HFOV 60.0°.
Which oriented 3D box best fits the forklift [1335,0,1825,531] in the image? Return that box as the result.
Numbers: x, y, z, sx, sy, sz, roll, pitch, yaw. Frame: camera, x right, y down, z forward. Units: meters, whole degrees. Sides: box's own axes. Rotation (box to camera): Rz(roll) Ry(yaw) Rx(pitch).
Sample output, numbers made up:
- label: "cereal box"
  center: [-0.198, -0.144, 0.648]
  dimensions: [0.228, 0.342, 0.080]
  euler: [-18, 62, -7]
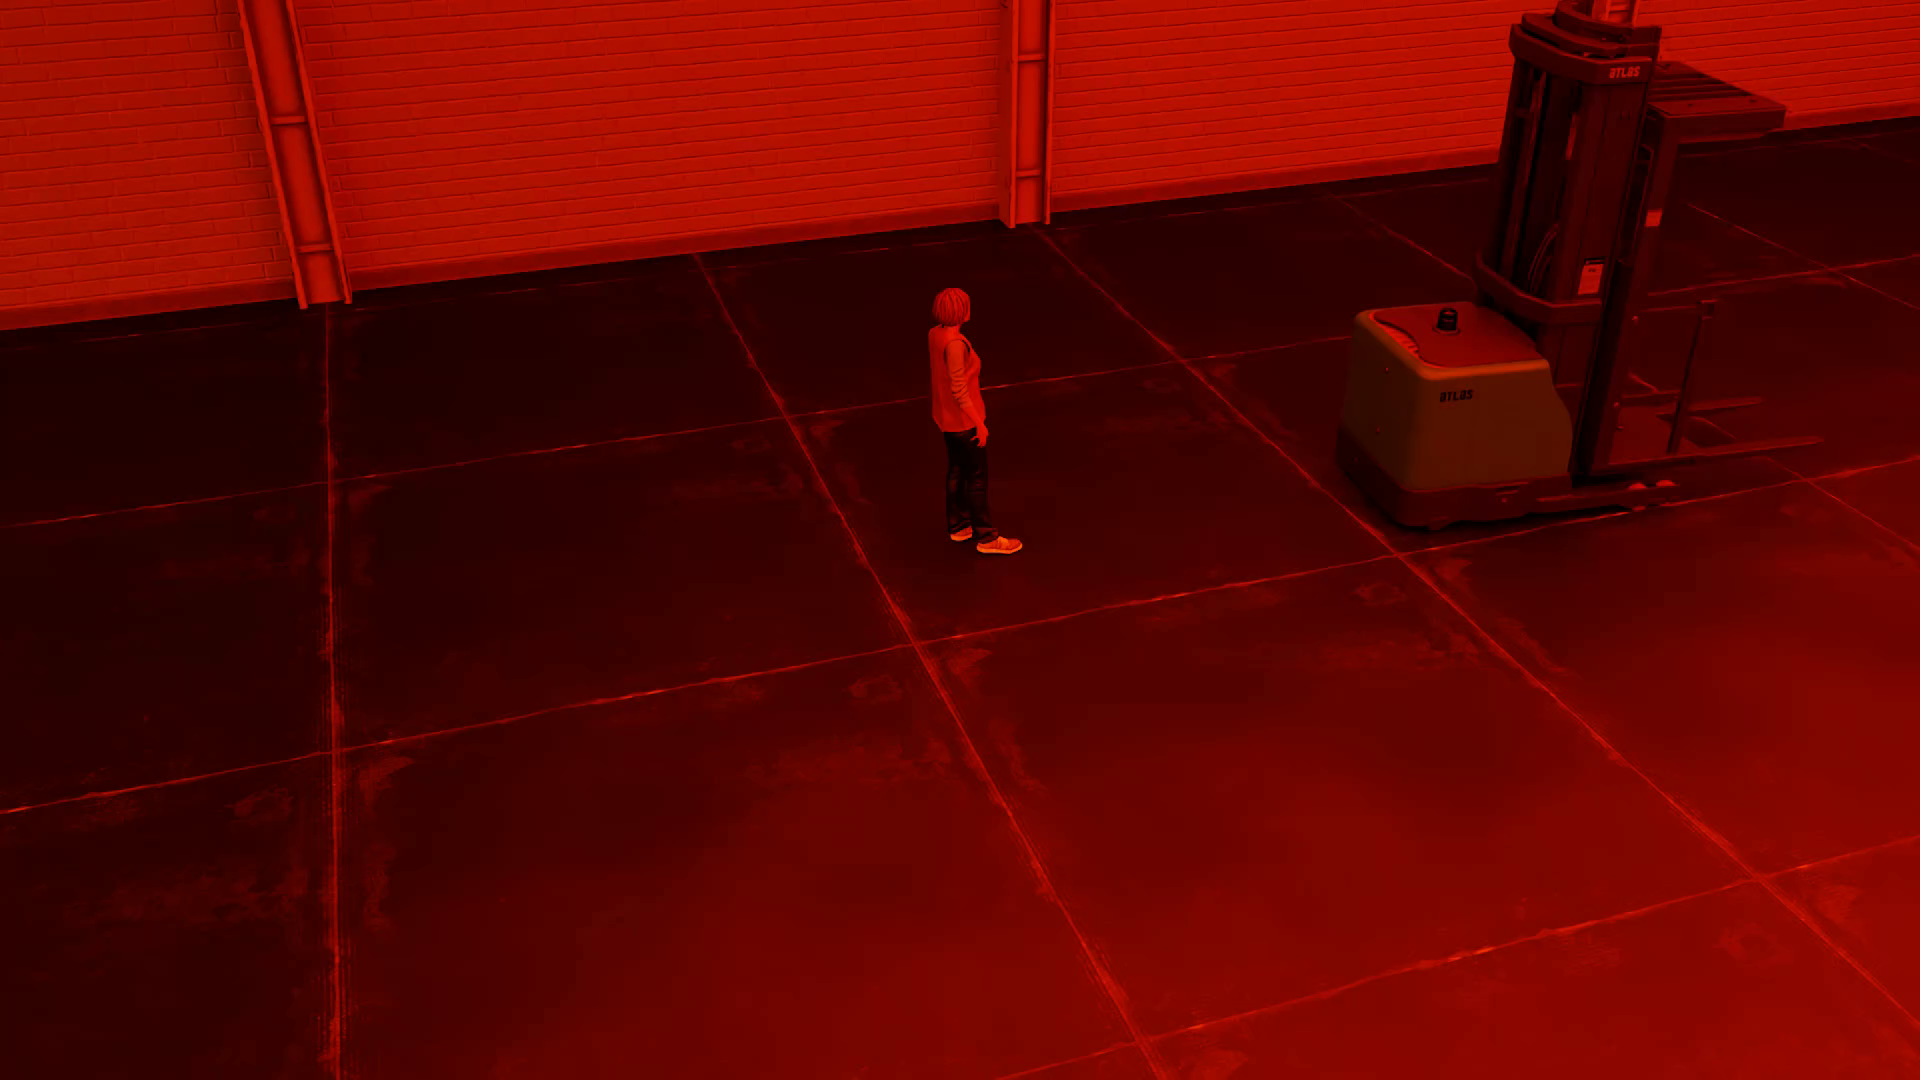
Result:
- label: "forklift"
  center: [4.012, -1.704, 10.049]
  dimensions: [3.031, 2.935, 1.130]
  euler: [-7, 31, -11]

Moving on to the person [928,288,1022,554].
- label: "person"
  center: [0.074, -0.704, 9.632]
  dimensions: [0.476, 1.597, 0.520]
  euler: [-10, 31, -16]
